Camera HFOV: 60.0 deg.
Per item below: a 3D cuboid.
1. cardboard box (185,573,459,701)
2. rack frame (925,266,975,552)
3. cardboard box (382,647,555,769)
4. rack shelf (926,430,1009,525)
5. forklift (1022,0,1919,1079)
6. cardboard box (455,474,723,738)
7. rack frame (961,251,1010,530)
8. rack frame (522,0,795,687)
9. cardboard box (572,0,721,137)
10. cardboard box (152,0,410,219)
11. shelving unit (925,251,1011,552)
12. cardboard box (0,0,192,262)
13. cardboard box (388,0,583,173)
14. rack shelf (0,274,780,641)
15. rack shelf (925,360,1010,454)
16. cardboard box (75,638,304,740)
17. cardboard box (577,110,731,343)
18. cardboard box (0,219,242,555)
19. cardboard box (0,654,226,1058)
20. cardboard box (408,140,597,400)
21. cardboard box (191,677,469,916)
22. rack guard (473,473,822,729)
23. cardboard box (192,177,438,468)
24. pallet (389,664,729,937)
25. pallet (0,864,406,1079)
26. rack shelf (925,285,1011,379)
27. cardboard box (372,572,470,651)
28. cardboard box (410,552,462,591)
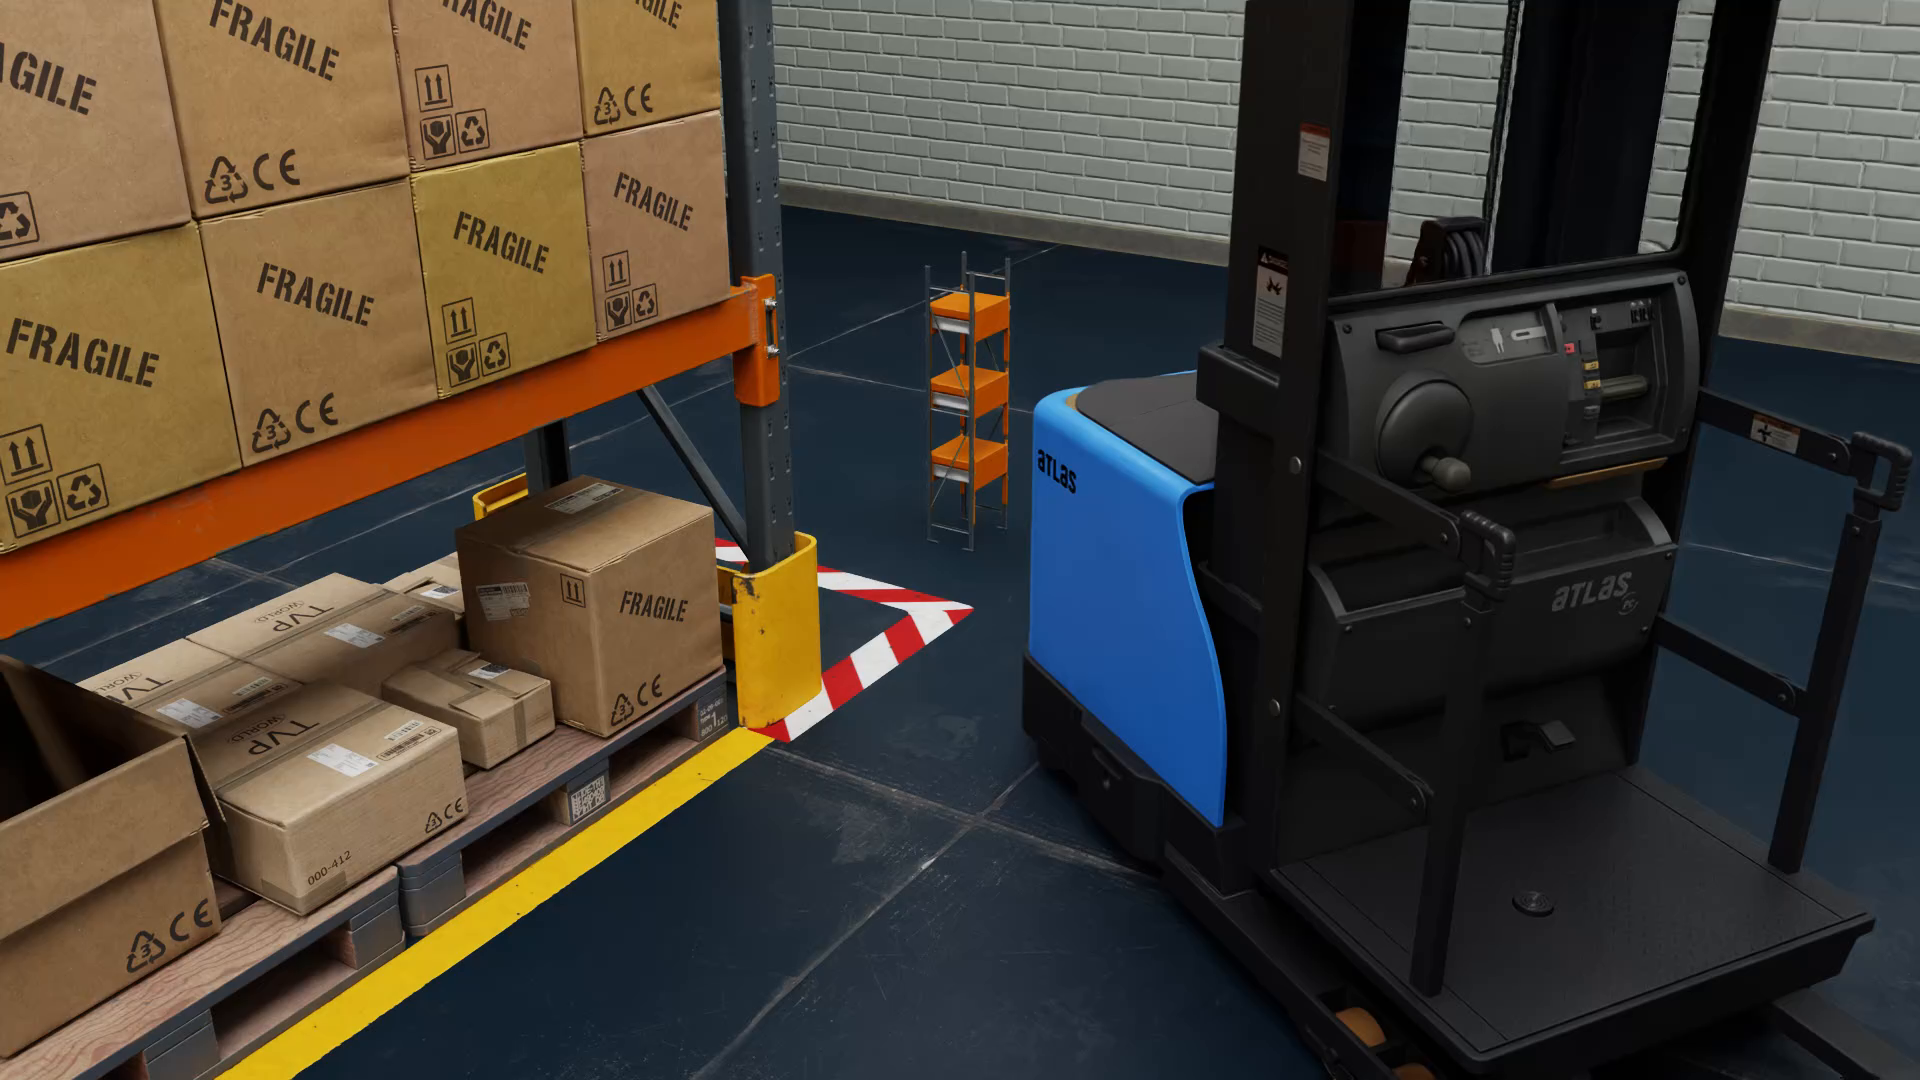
[{"bbox_3d":[-1.744,0.342,4.591,0.500,0.250,0.500,14,27,29],"label":"cardboard box"},{"bbox_3d":[-0.036,-0.459,5.988,0.200,1.050,0.008,14,27,29],"label":"rack frame"},{"bbox_3d":[-1.320,0.441,4.469,0.380,0.166,0.250,14,27,29],"label":"cardboard box"},{"bbox_3d":[0.028,-0.235,6.198,0.215,0.259,0.240,14,27,29],"label":"rack shelf"},{"bbox_3d":[1.257,-0.304,3.264,1.130,2.935,3.031,-10,26,-23],"label":"forklift"},{"bbox_3d":[-1.030,0.170,4.675,0.500,0.500,0.500,14,27,29],"label":"cardboard box"},{"bbox_3d":[0.093,-0.541,6.178,0.200,1.050,0.008,14,27,29],"label":"rack frame"},{"bbox_3d":[-0.952,-1.011,4.809,1.000,3.000,0.127,14,27,29],"label":"rack frame"},{"bbox_3d":[-0.954,-1.308,4.110,0.500,0.500,0.500,14,27,29],"label":"cardboard box"},{"bbox_3d":[-1.489,-0.961,3.309,0.500,0.500,0.500,15,27,30],"label":"cardboard box"},{"bbox_3d":[0.028,-0.500,6.083,0.215,1.050,0.252,14,27,29],"label":"shelving unit"},{"bbox_3d":[-1.760,-0.788,2.909,0.500,0.500,0.500,15,27,31],"label":"cardboard box"},{"bbox_3d":[-1.219,-1.137,3.716,0.500,0.500,0.500,15,27,30],"label":"cardboard box"},{"bbox_3d":[-2.007,-0.005,3.392,1.077,0.370,4.000,14,27,29],"label":"rack shelf"},{"bbox_3d":[0.028,-0.490,6.087,0.215,0.259,0.240,14,27,29],"label":"rack shelf"},{"bbox_3d":[-2.008,0.511,4.201,0.500,0.250,0.500,14,27,29],"label":"cardboard box"},{"bbox_3d":[-0.957,-0.848,4.308,0.500,0.500,0.500,15,27,31],"label":"cardboard box"},{"bbox_3d":[-1.762,-0.335,3.123,0.500,0.500,0.500,13,27,28],"label":"cardboard box"},{"bbox_3d":[-2.076,0.648,3.566,0.797,0.503,0.637,14,27,29],"label":"cardboard box"},{"bbox_3d":[-1.228,-0.672,3.902,0.500,0.500,0.500,14,27,29],"label":"cardboard box"},{"bbox_3d":[-1.556,0.599,3.998,0.500,0.250,0.500,14,27,29],"label":"cardboard box"},{"bbox_3d":[-0.992,0.162,5.246,1.175,0.500,0.348,14,27,29],"label":"rack guard"},{"bbox_3d":[-1.496,-0.505,3.516,0.500,0.500,0.500,14,27,29],"label":"cardboard box"},{"bbox_3d":[-1.412,0.564,4.682,1.003,0.211,1.213,14,27,29],"label":"pallet"},{"bbox_3d":[-2.057,0.974,3.734,1.003,0.211,1.213,14,27,29],"label":"pallet"},{"bbox_3d":[0.028,-0.751,5.975,0.215,0.259,0.240,14,27,29],"label":"rack shelf"},{"bbox_3d":[-1.597,0.241,4.929,0.380,0.166,0.250,14,27,29],"label":"cardboard box"},{"bbox_3d":[-1.465,0.165,5.128,0.380,0.149,0.250,14,27,29],"label":"cardboard box"}]
